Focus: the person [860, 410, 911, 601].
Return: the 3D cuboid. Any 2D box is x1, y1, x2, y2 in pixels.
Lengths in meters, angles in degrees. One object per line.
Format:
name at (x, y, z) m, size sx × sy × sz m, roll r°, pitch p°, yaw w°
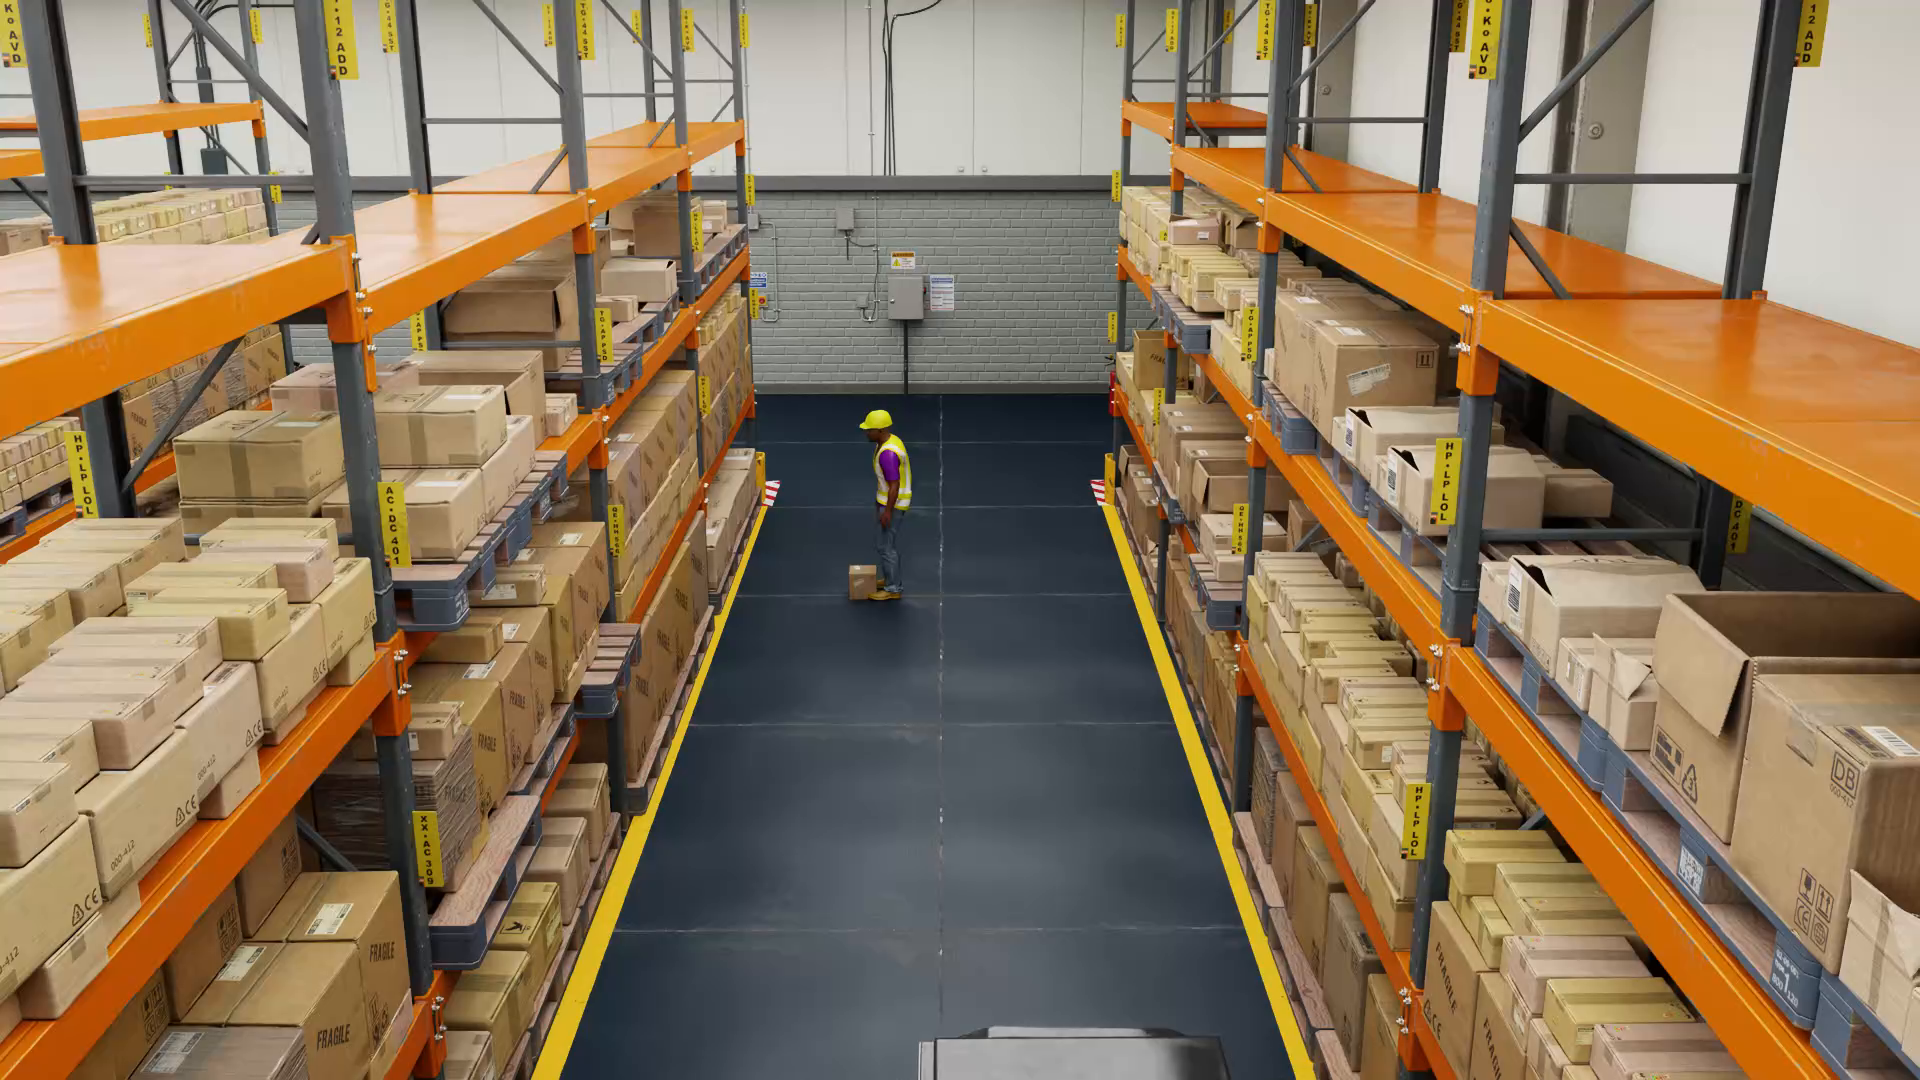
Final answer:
person at (-0.672, -0.329, 15.169) m, size 0.459 × 1.760 × 0.634 m, roll -1°, pitch 17°, yaw -4°
